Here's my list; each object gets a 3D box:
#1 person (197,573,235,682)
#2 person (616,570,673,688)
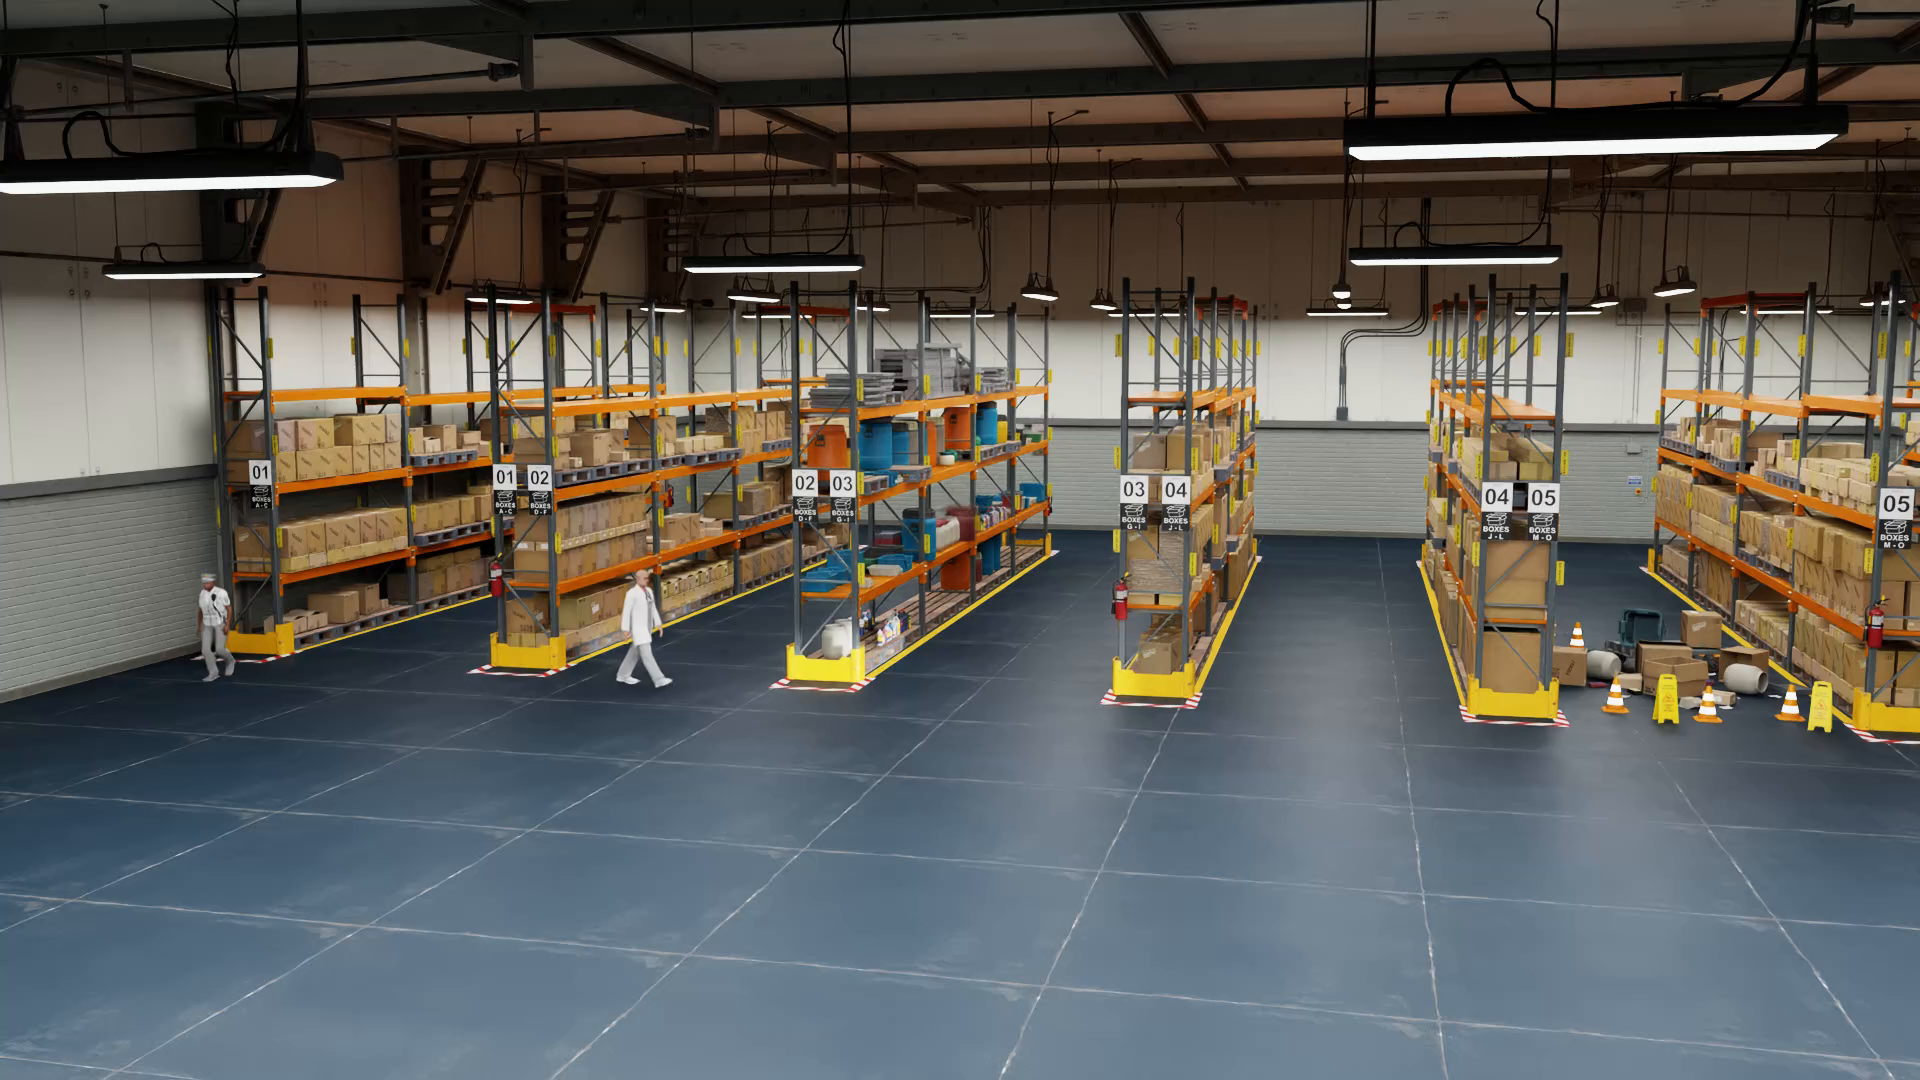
[{"bbox_3d":[-11.280,1.299,25.247,0.540,1.659,0.535,1,7,11],"label":"person"},{"bbox_3d":[-4.632,1.304,24.552,1.081,1.725,0.606,2,7,18],"label":"person"}]
